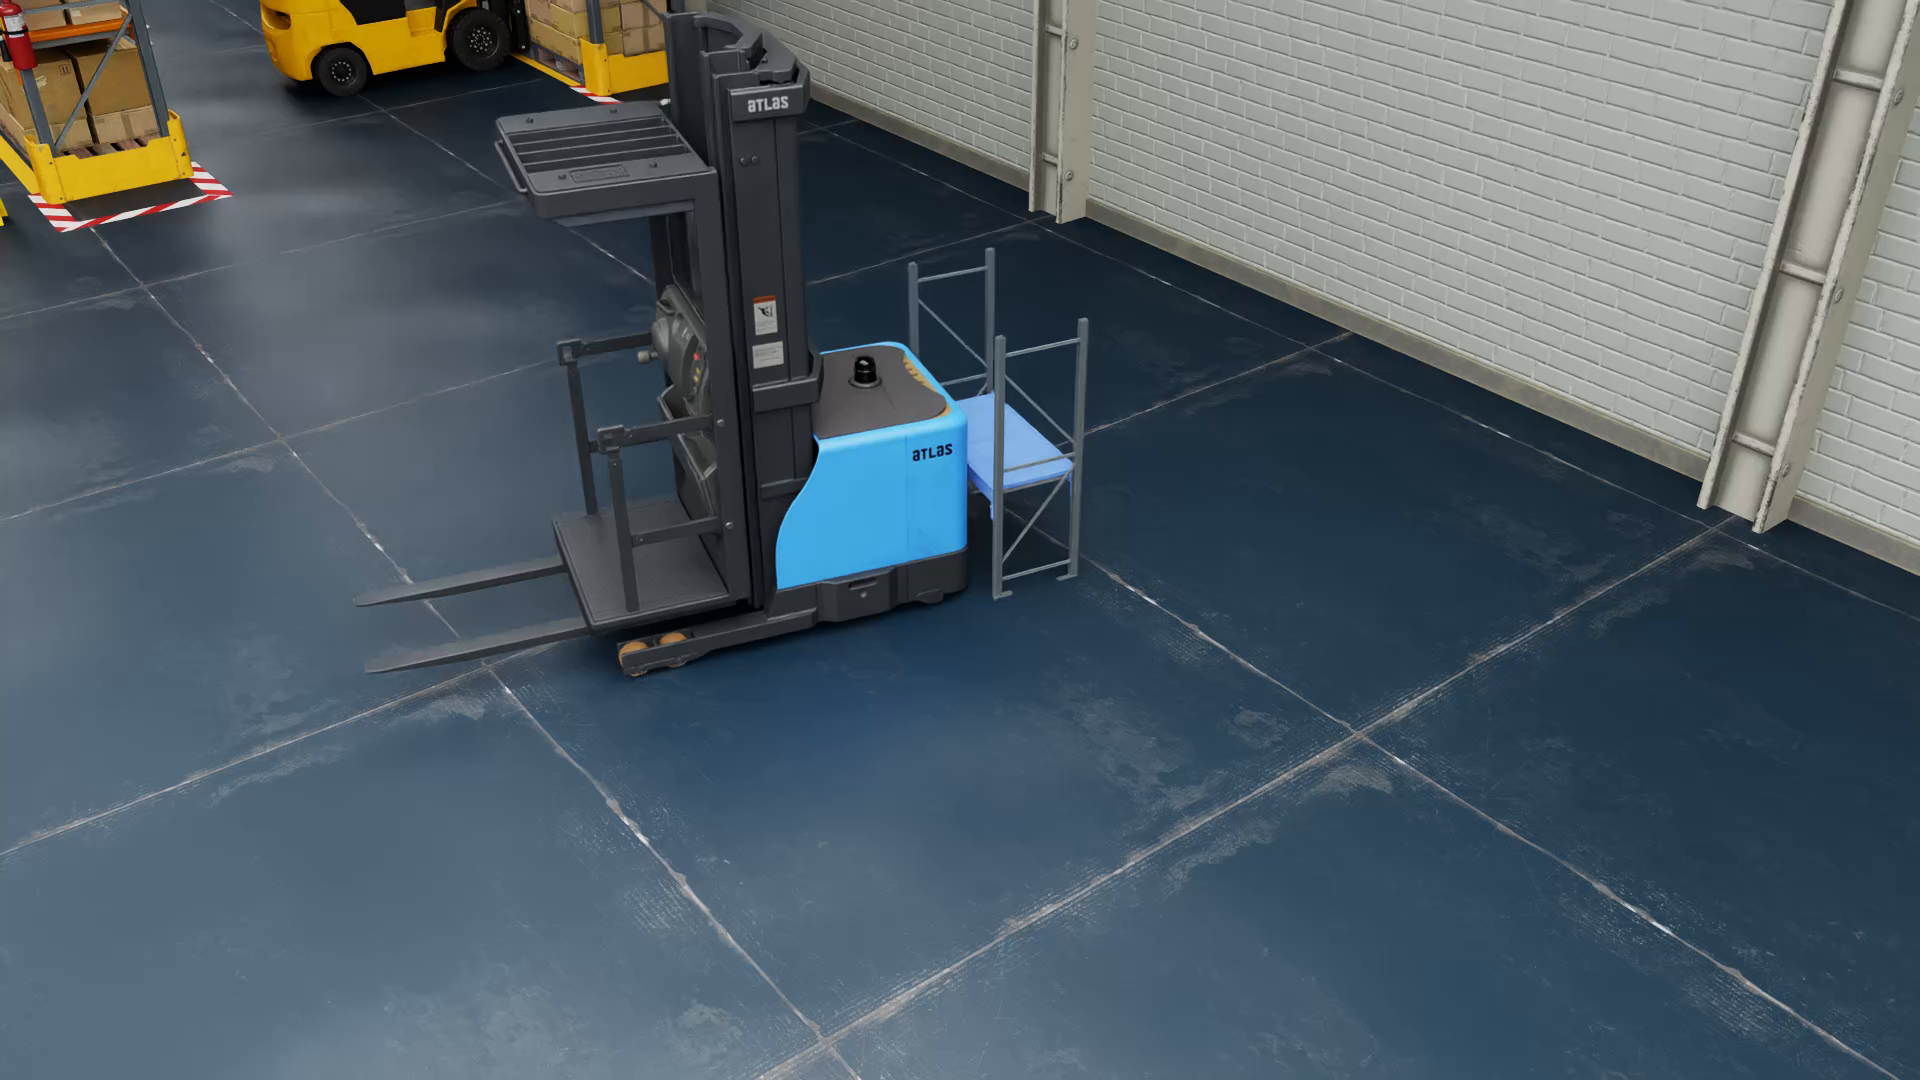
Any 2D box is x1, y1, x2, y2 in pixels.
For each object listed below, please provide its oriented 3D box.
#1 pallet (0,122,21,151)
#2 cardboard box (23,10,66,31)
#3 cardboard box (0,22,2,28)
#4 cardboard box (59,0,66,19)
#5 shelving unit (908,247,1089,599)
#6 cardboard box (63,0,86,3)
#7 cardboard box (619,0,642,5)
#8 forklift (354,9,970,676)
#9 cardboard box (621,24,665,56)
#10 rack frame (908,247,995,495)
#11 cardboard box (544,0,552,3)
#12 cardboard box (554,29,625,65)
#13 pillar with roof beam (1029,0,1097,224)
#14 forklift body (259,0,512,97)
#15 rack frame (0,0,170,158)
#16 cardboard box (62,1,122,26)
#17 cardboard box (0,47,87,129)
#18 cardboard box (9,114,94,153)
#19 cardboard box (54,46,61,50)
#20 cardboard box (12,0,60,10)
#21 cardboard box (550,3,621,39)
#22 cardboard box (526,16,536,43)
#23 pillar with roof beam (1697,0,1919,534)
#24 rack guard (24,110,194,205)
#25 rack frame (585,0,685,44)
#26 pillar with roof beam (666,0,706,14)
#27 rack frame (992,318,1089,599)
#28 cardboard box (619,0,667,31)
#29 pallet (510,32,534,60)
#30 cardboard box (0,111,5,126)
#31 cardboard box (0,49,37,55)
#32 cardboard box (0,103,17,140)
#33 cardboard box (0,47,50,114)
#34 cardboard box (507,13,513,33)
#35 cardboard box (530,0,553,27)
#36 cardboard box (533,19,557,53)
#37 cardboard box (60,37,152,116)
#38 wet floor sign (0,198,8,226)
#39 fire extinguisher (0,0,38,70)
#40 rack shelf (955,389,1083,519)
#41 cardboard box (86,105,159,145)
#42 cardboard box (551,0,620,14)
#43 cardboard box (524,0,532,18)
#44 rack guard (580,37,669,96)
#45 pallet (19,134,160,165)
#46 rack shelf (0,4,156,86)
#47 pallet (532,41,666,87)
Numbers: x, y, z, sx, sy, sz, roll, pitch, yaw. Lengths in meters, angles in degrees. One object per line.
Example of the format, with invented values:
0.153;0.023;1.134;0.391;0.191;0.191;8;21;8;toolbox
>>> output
-8.344;-3.957;15.422;1.003;0.211;1.213;-22;38;-31;pallet
-7.481;-4.232;13.459;0.380;0.149;0.250;-21;37;-30;cardboard box
-7.724;-4.302;13.571;0.380;0.149;0.250;-23;38;-32;cardboard box
-7.294;-4.455;13.817;0.380;0.149;0.250;-22;38;-31;cardboard box
0.179;-0.631;8.845;0.538;1.500;1.048;-14;35;-22;shelving unit
-7.154;-4.708;13.611;0.500;0.500;0.500;-23;39;-32;cardboard box
-3.310;-5.556;16.614;0.500;0.250;0.500;-23;39;-32;cardboard box
-1.517;-0.894;7.912;3.031;2.935;1.130;-12;34;-19;forklift
-3.311;-5.138;16.888;0.500;0.250;0.500;-22;38;-31;cardboard box
-0.043;-0.873;9.234;0.500;1.500;0.032;-14;35;-22;rack frame
-4.011;-5.597;16.679;0.500;0.250;0.500;-22;38;-31;cardboard box
-3.702;-4.964;16.607;0.500;0.250;0.500;-22;38;-31;cardboard box
-2.601;-5.097;8.927;9.100;9.000;0.400;-22;38;-31;pillar with roof beam
-5.768;-5.699;16.388;2.313;2.155;1.214;-22;38;-31;forklift body
-7.083;-4.252;13.253;1.000;3.000;0.127;-22;38;-31;rack frame
-7.128;-4.354;13.656;0.380;0.149;0.250;-22;38;-31;cardboard box
-7.780;-3.831;14.072;0.500;0.500;0.500;-22;38;-31;cardboard box
-7.806;-3.522;14.286;0.500;0.250;0.500;-22;38;-32;cardboard box
-7.698;-4.233;14.720;0.500;0.500;0.500;-24;39;-33;cardboard box
-7.633;-4.558;13.369;0.500;0.500;0.500;-23;39;-32;cardboard box
-3.710;-5.184;16.488;0.500;0.250;0.500;-23;38;-32;cardboard box
-4.299;-5.385;17.286;0.500;0.250;0.500;-22;38;-31;cardboard box
1.079;-2.596;4.901;9.100;9.000;0.400;-22;38;-31;pillar with roof beam
-7.130;-3.222;13.964;1.175;0.500;0.348;-22;38;-31;rack guard
-3.164;-5.860;15.842;1.000;3.000;0.127;-22;38;-31;rack frame
-6.280;-7.597;12.953;9.100;9.000;0.400;-22;38;-31;pillar with roof beam
0.400;-0.390;8.456;0.500;1.500;0.032;-14;35;-22;rack frame
-3.289;-5.346;16.748;0.500;0.250;0.500;-21;38;-31;cardboard box
-4.410;-5.488;17.887;1.003;0.211;1.213;-22;38;-31;pallet
-8.428;-3.947;14.970;0.500;0.250;0.500;-24;39;-33;cardboard box
-8.058;-4.237;14.112;0.380;0.149;0.250;-21;38;-30;cardboard box
-8.103;-3.731;14.622;0.500;0.250;0.500;-22;38;-31;cardboard box
-8.103;-4.047;14.420;0.500;0.500;0.500;-21;37;-30;cardboard box
-4.635;-5.595;17.623;0.500;0.250;0.500;-21;38;-30;cardboard box
-4.009;-5.397;16.830;0.500;0.250;0.500;-23;38;-32;cardboard box
-3.999;-5.174;16.946;0.500;0.250;0.500;-22;38;-31;cardboard box
-7.374;-4.017;14.371;0.500;0.500;0.500;-24;39;-33;cardboard box
-7.812;-2.827;13.190;0.267;0.644;0.232;-10;33;-15;wet floor sign
-7.377;-4.023;12.957;0.296;0.674;0.183;-22;38;-31;fire extinguisher
0.179;-0.479;8.940;0.538;0.185;1.000;-14;35;-22;rack shelf
-7.359;-3.688;14.553;0.500;0.250;0.500;-23;38;-32;cardboard box
-3.693;-5.386;16.339;0.500;0.250;0.500;-21;37;-30;cardboard box
-4.342;-5.605;17.166;0.500;0.250;0.500;-23;39;-32;cardboard box
-3.150;-4.788;16.485;1.175;0.500;0.348;-22;38;-31;rack guard
-7.600;-3.449;14.604;1.003;0.211;1.213;-22;38;-31;pallet
-8.309;-4.780;14.785;1.077;0.370;4.000;-22;38;-31;rack shelf
-3.666;-4.980;17.069;1.003;0.211;1.213;-22;38;-31;pallet
